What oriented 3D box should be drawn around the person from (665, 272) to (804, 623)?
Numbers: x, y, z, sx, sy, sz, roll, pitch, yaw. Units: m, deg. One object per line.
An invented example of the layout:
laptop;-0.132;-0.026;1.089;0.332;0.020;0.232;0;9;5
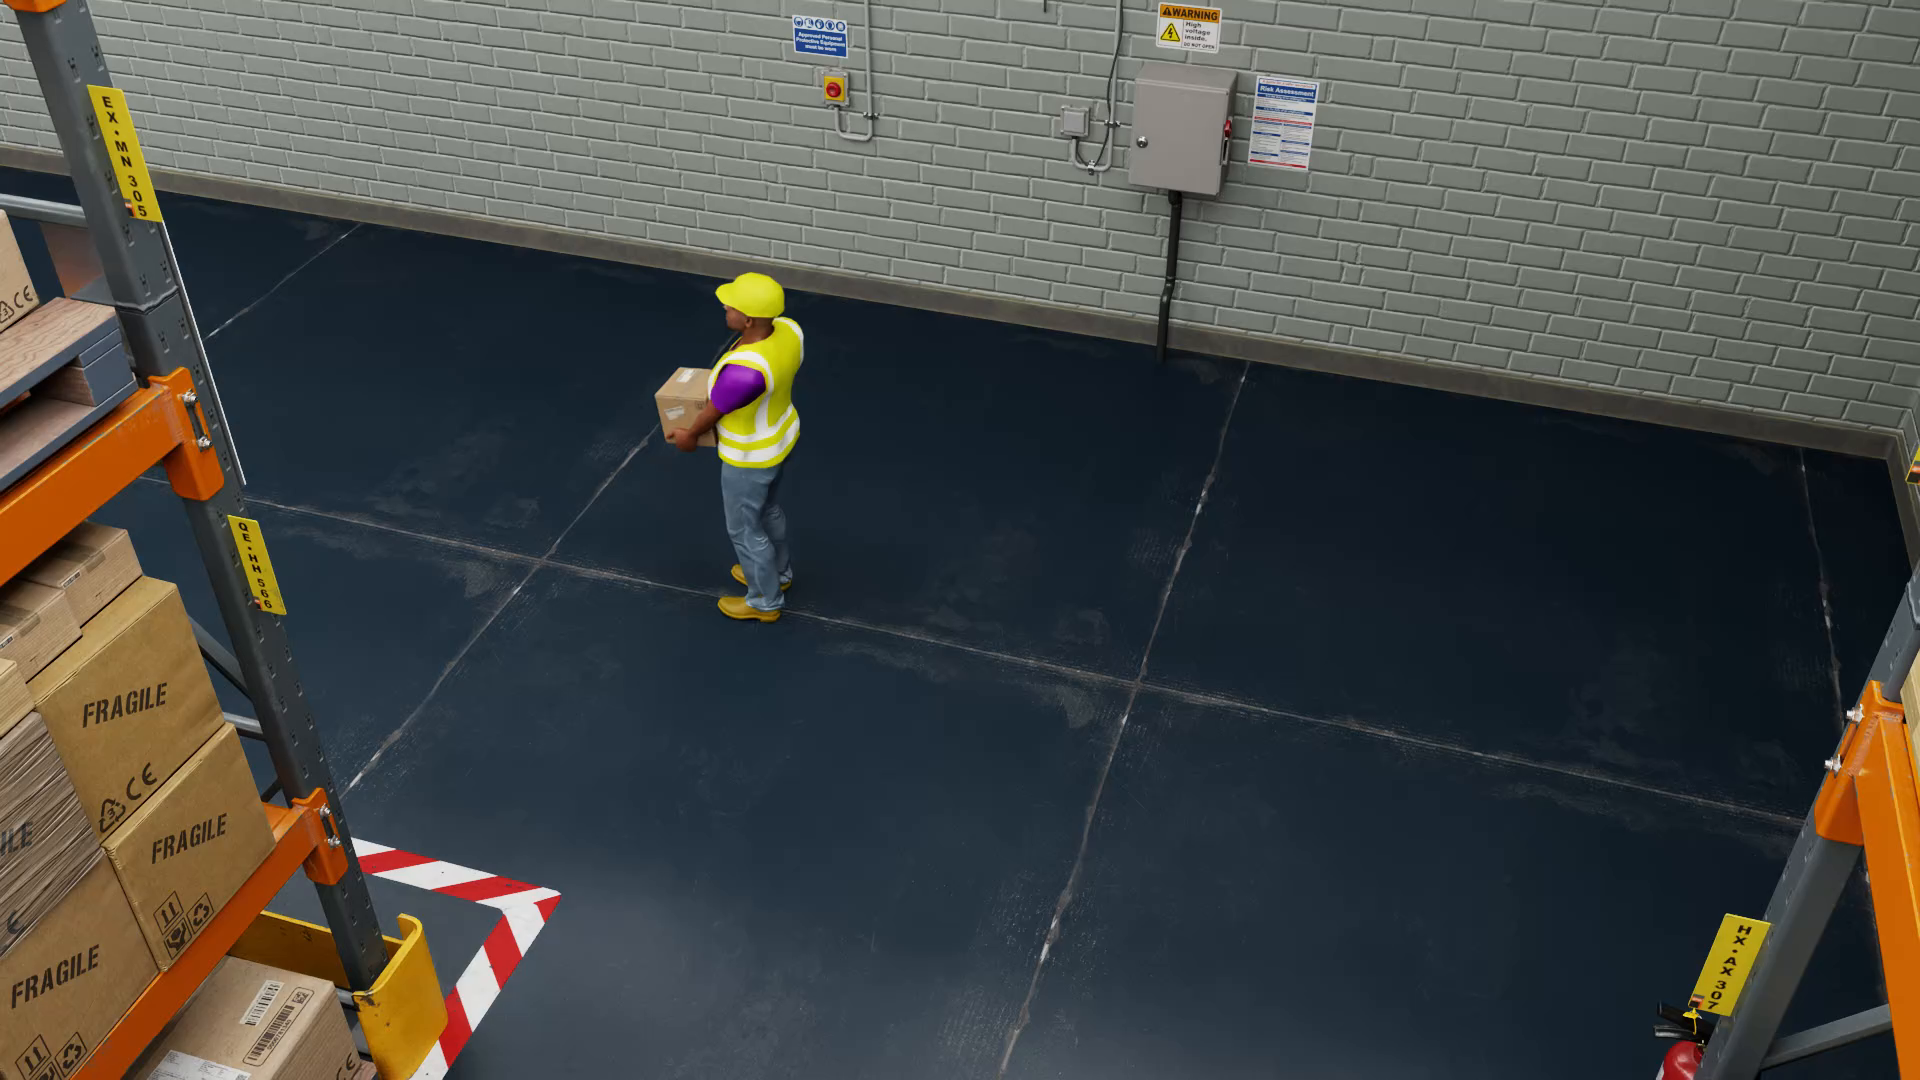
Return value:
person;-0.998;-0.427;7.449;0.577;1.759;0.503;11;38;14
